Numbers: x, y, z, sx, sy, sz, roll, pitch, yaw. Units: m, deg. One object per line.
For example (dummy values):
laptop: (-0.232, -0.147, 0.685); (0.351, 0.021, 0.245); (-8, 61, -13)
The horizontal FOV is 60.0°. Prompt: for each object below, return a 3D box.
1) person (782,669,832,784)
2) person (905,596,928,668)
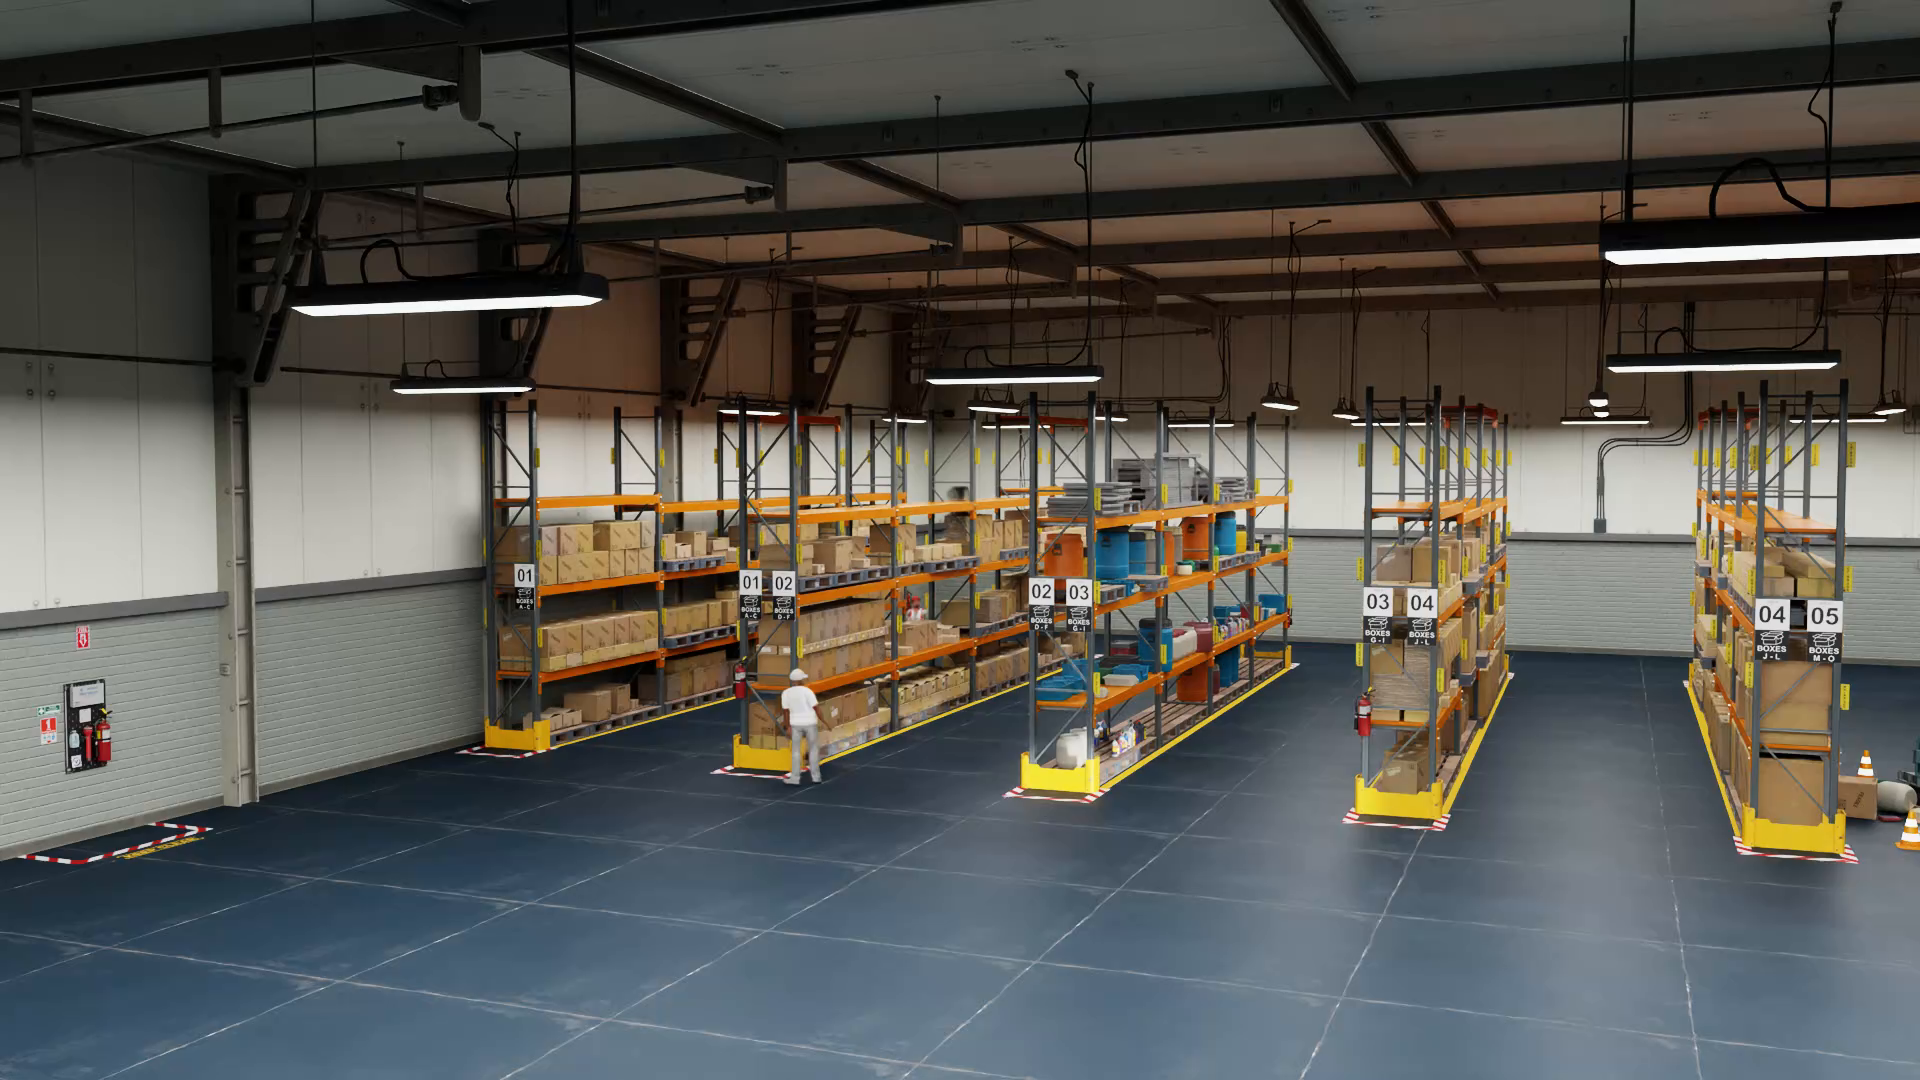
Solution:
person: (-2.336, 2.852, 25.491); (0.772, 1.772, 0.470); (1, 3, 11)
person: (-1.059, 2.195, 38.954); (0.525, 1.734, 0.975); (1, 3, 18)
